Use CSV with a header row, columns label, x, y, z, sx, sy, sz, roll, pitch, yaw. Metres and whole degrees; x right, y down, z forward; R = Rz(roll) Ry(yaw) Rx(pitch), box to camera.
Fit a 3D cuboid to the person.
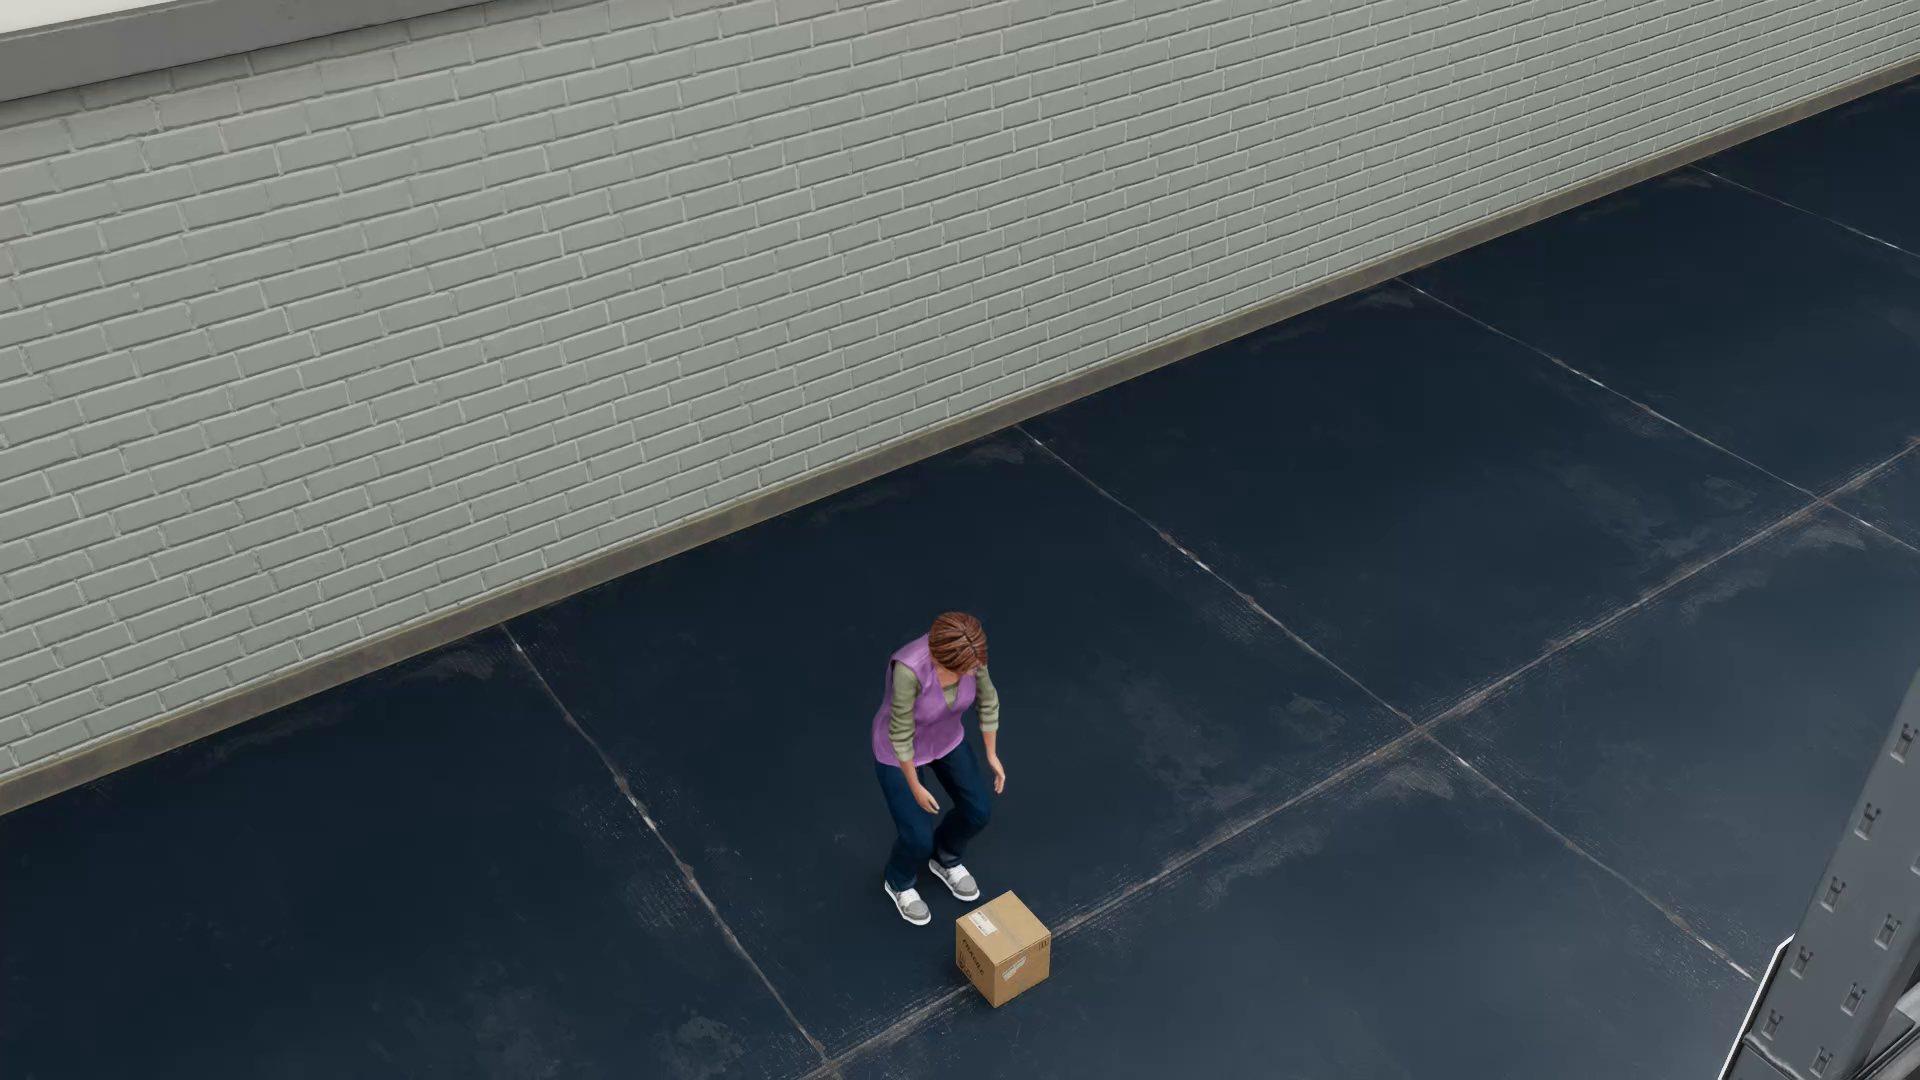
label,x,y,z,sx,sy,sz,roll,pitch,yaw
person,-3.275,2.466,2.390,10.164,3.201,3.464,-22,42,-27
